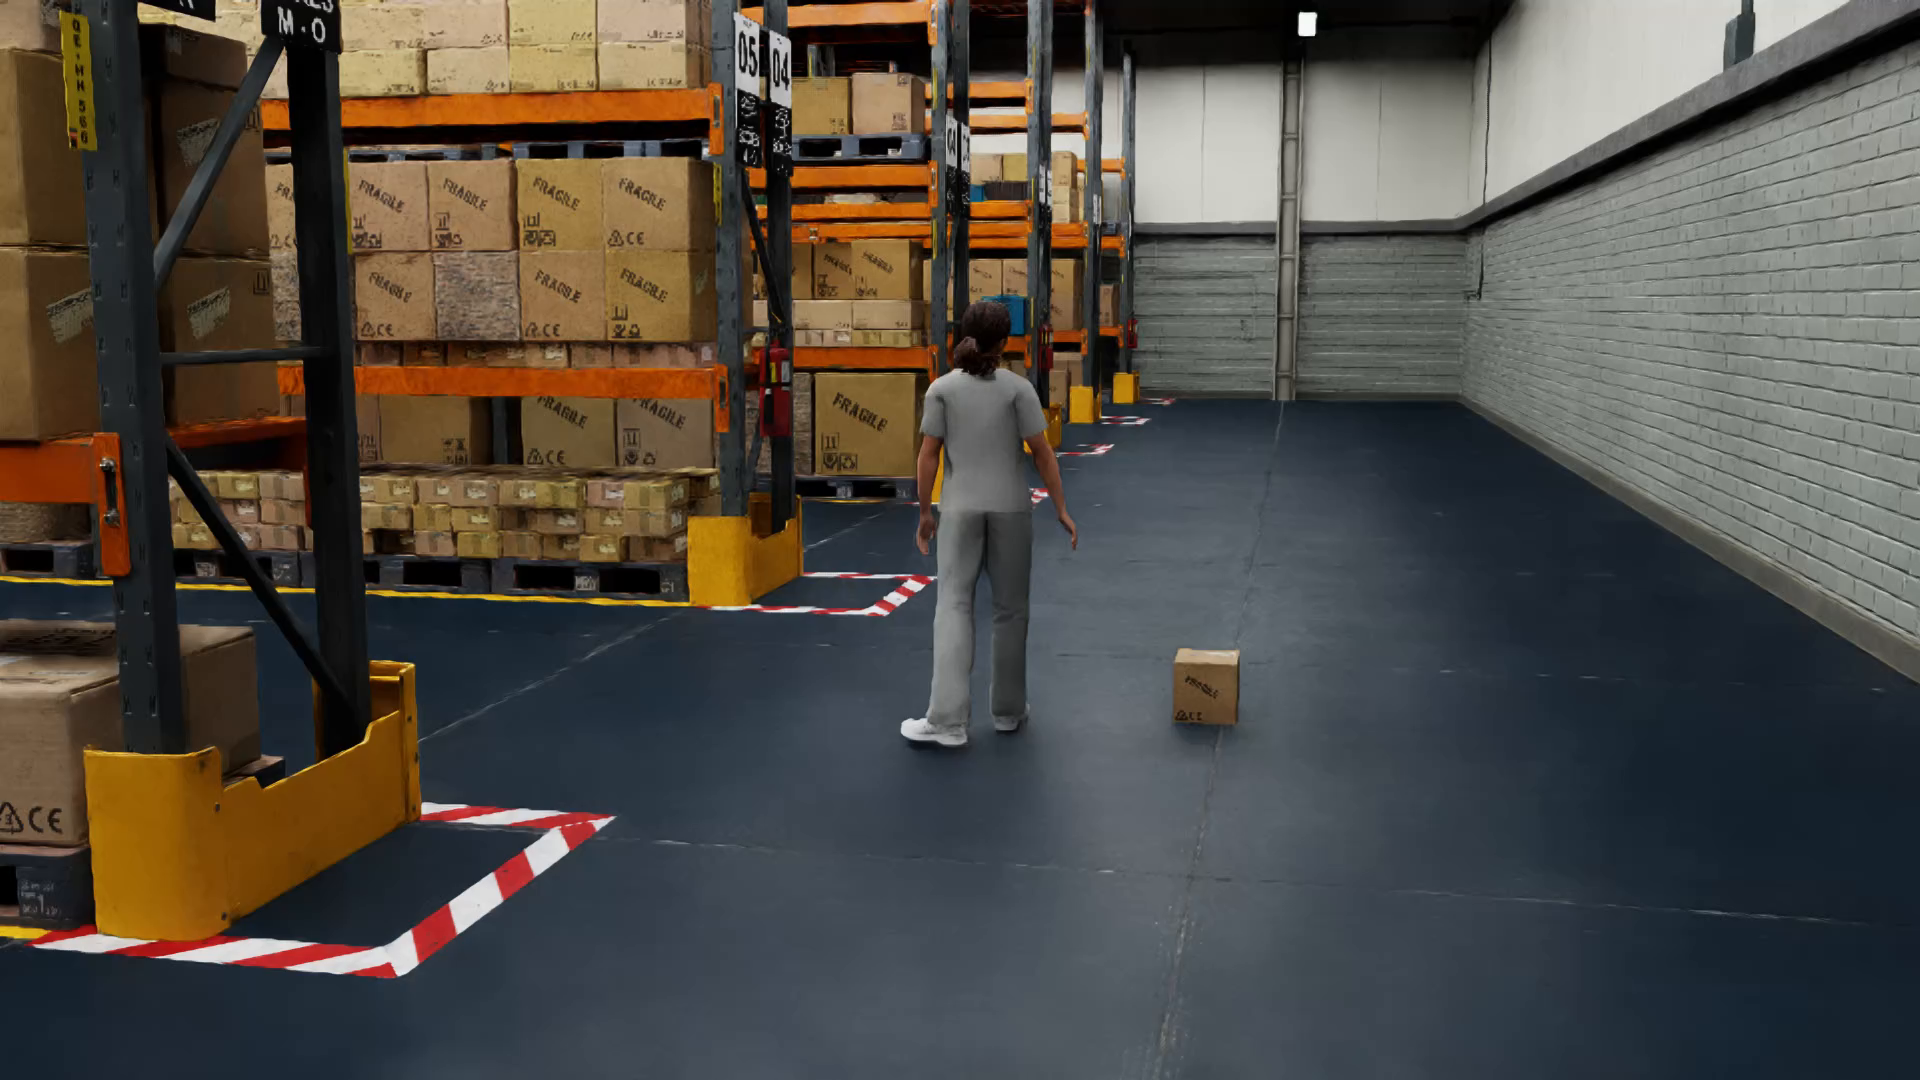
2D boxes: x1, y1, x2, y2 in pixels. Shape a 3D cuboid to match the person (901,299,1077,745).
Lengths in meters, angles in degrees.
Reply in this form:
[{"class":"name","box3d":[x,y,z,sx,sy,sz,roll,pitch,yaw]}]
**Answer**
[{"class":"person","box3d":[0.112,-0.077,6.334,0.668,1.666,0.627,0,8,2]}]
